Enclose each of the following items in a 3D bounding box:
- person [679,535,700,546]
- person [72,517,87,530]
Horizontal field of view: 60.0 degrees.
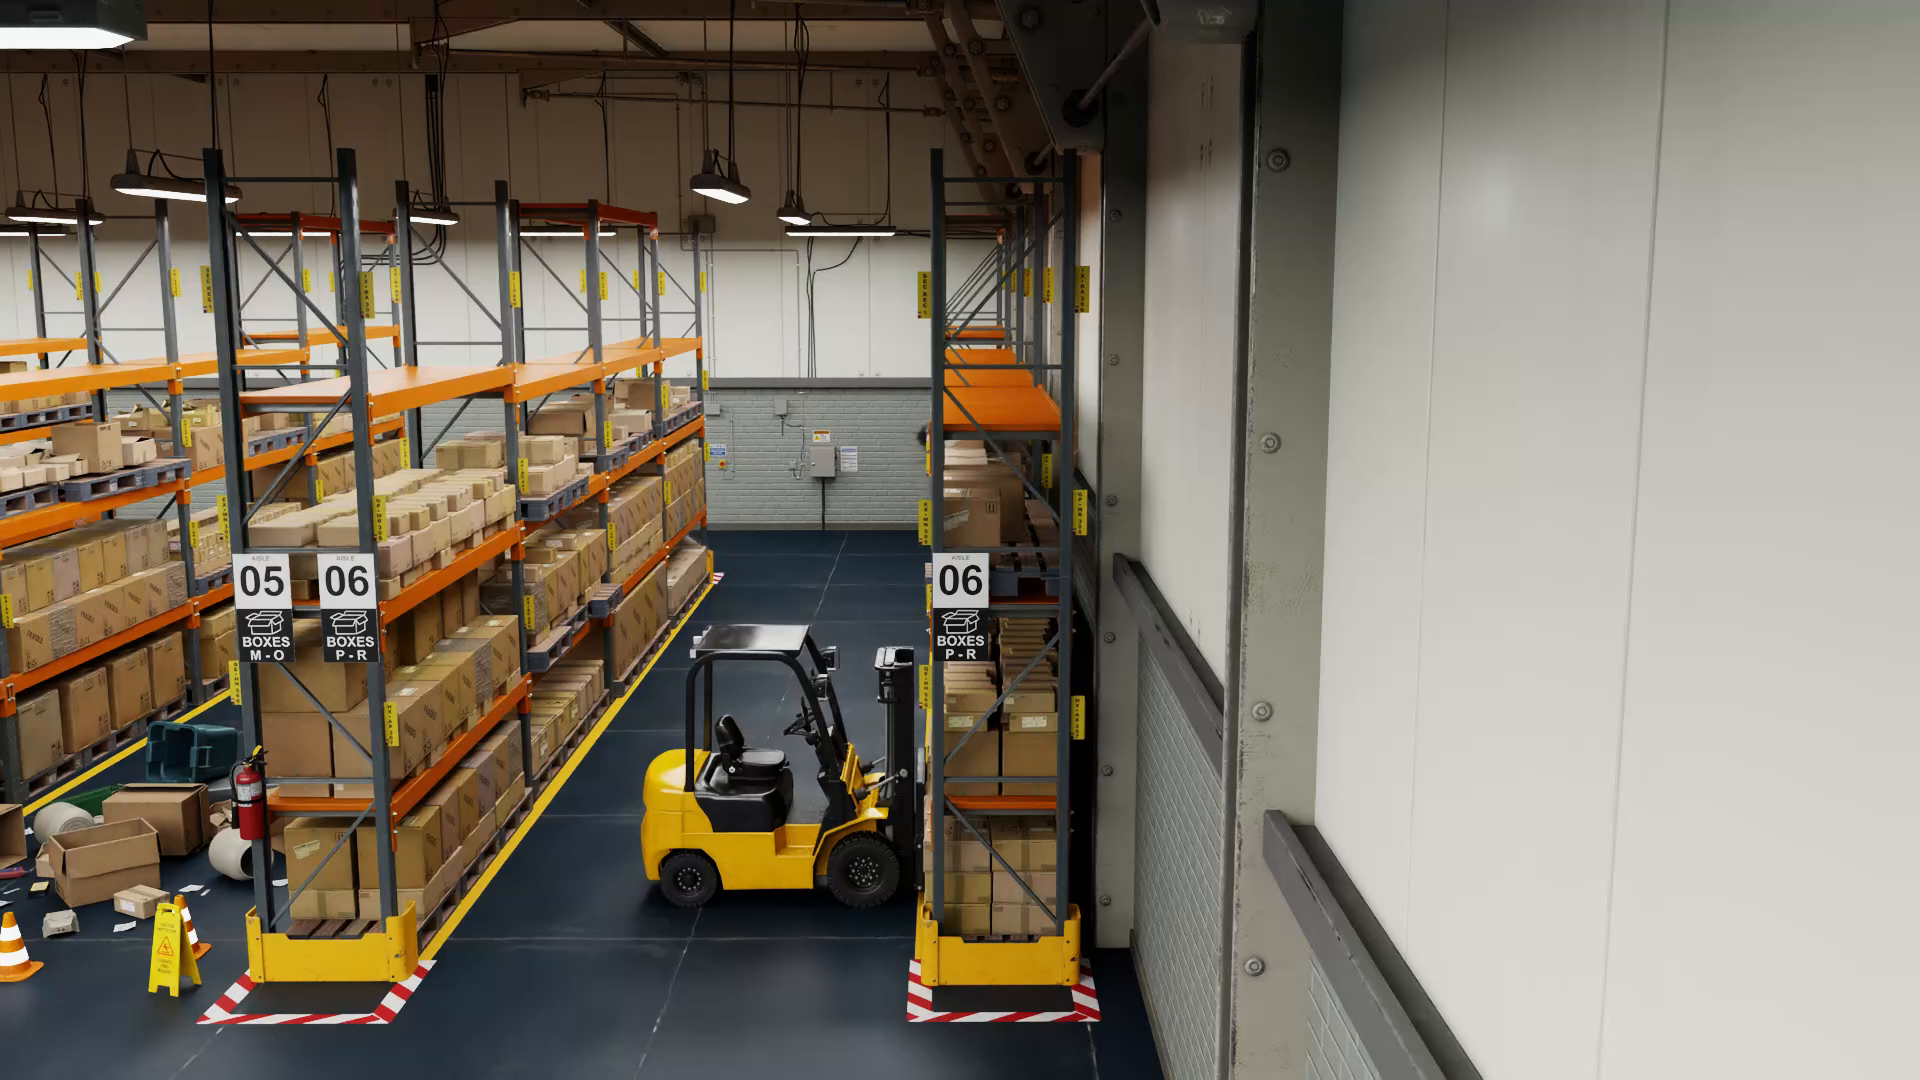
[{"bbox_3d":[-5.012,-0.355,29.254,0.894,1.690,0.731,3,10,18],"label":"person"},{"bbox_3d":[-12.781,0.457,24.269,0.633,1.715,0.689,-1,9,-3],"label":"person"}]
